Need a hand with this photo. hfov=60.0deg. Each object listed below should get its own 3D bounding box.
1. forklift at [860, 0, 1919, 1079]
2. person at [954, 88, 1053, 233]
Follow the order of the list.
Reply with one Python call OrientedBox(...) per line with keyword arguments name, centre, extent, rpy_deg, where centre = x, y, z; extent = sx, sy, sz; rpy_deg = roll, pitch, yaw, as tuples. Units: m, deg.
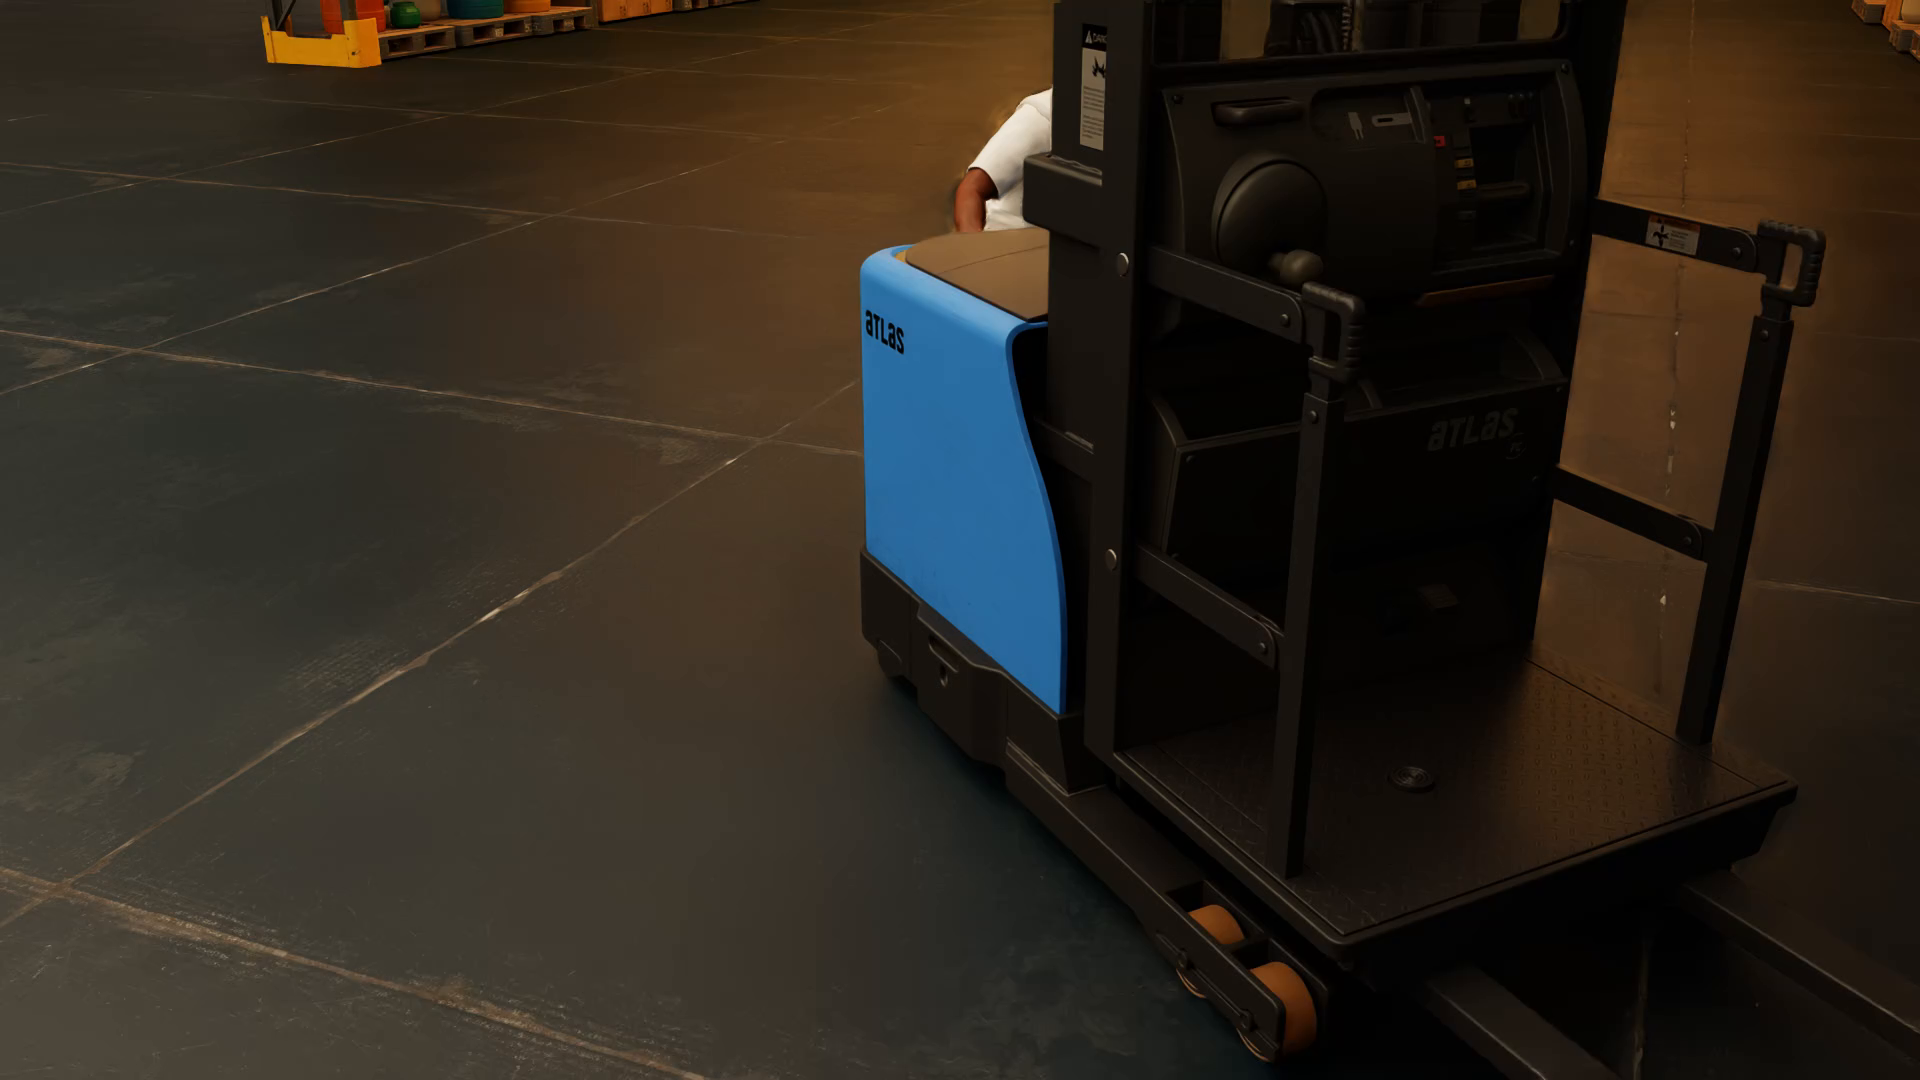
OrientedBox(name="forklift", centre=(0.866, -0.638, 2.819), extent=(1.130, 2.935, 3.031), rpy_deg=(-11, 25, -25))
OrientedBox(name="person", centre=(0.370, -0.787, 5.030), extent=(0.907, 1.526, 1.018), rpy_deg=(15, 27, 33))
